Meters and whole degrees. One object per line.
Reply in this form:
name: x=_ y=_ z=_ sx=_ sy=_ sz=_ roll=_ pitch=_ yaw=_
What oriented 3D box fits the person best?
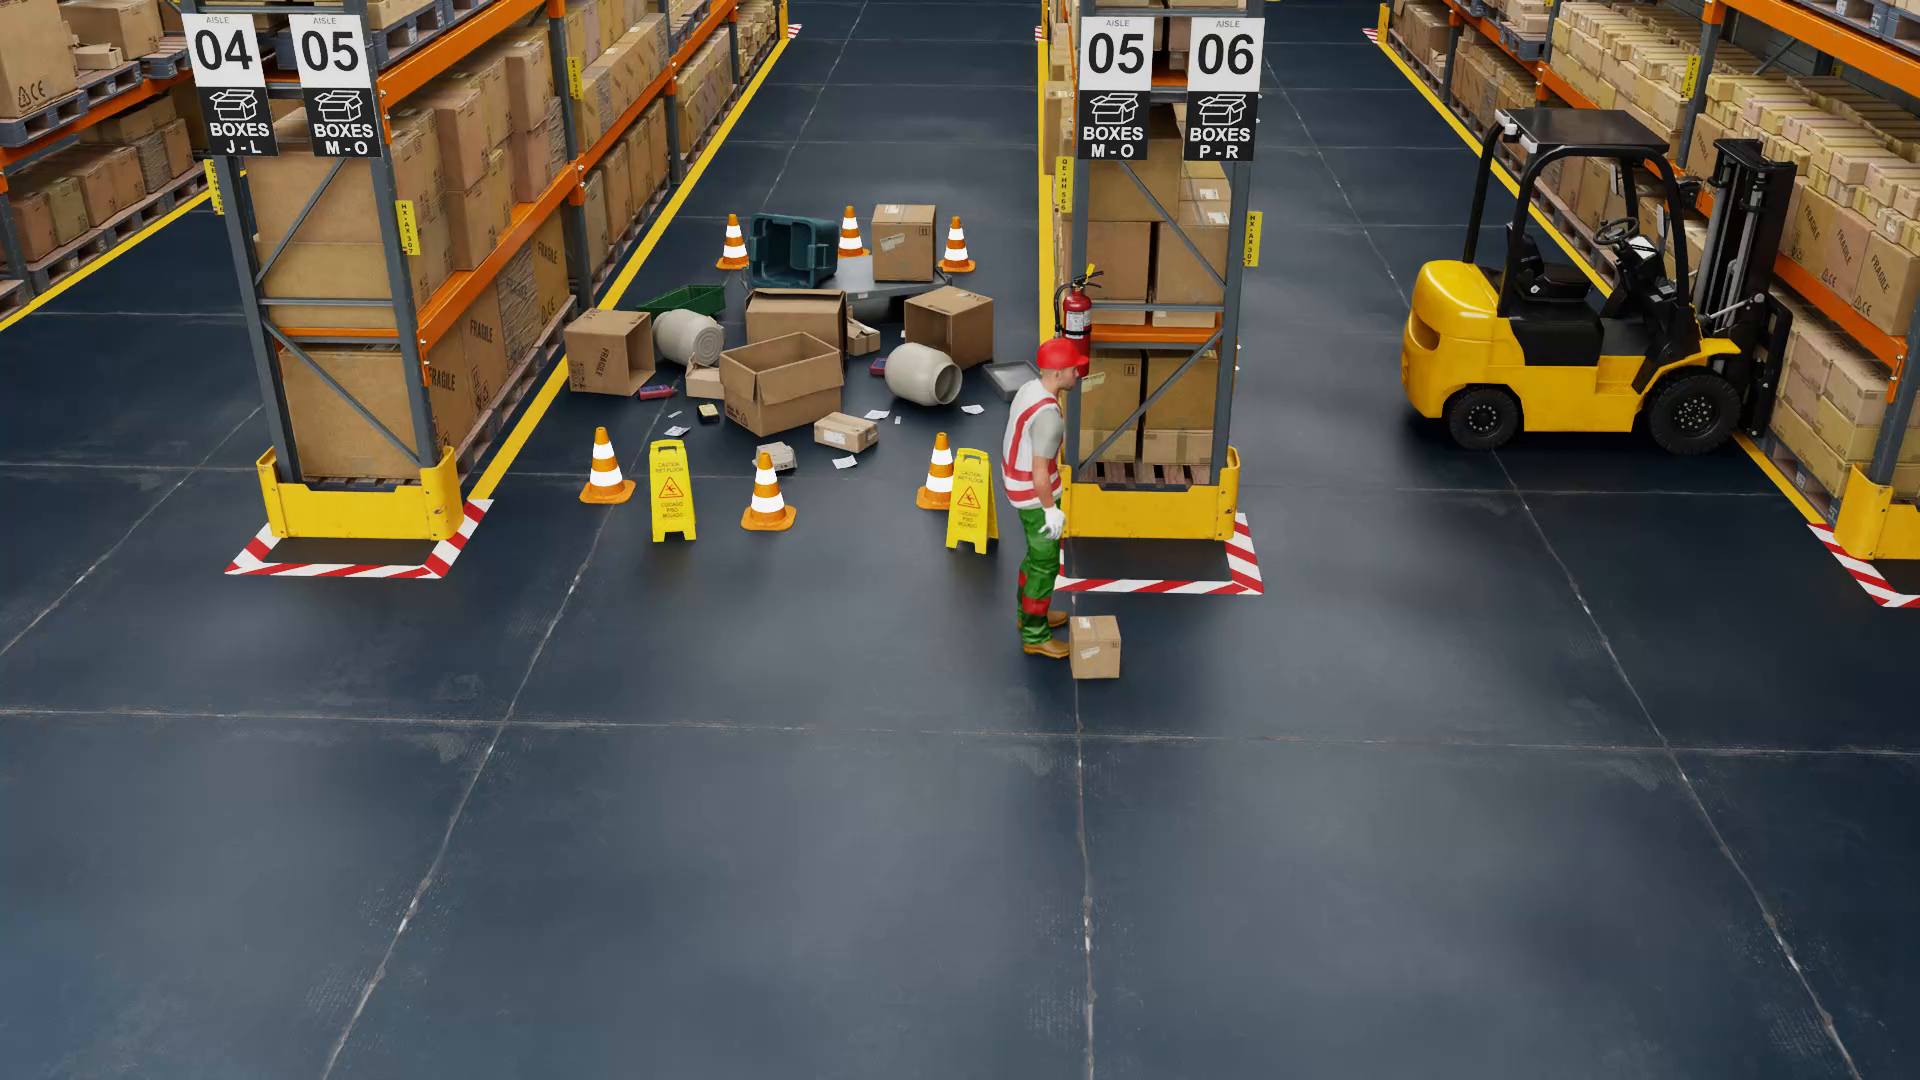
person: x=0.459 y=-0.249 z=9.080 sx=0.453 sy=1.778 sz=0.614 roll=-2 pitch=28 yaw=-4
